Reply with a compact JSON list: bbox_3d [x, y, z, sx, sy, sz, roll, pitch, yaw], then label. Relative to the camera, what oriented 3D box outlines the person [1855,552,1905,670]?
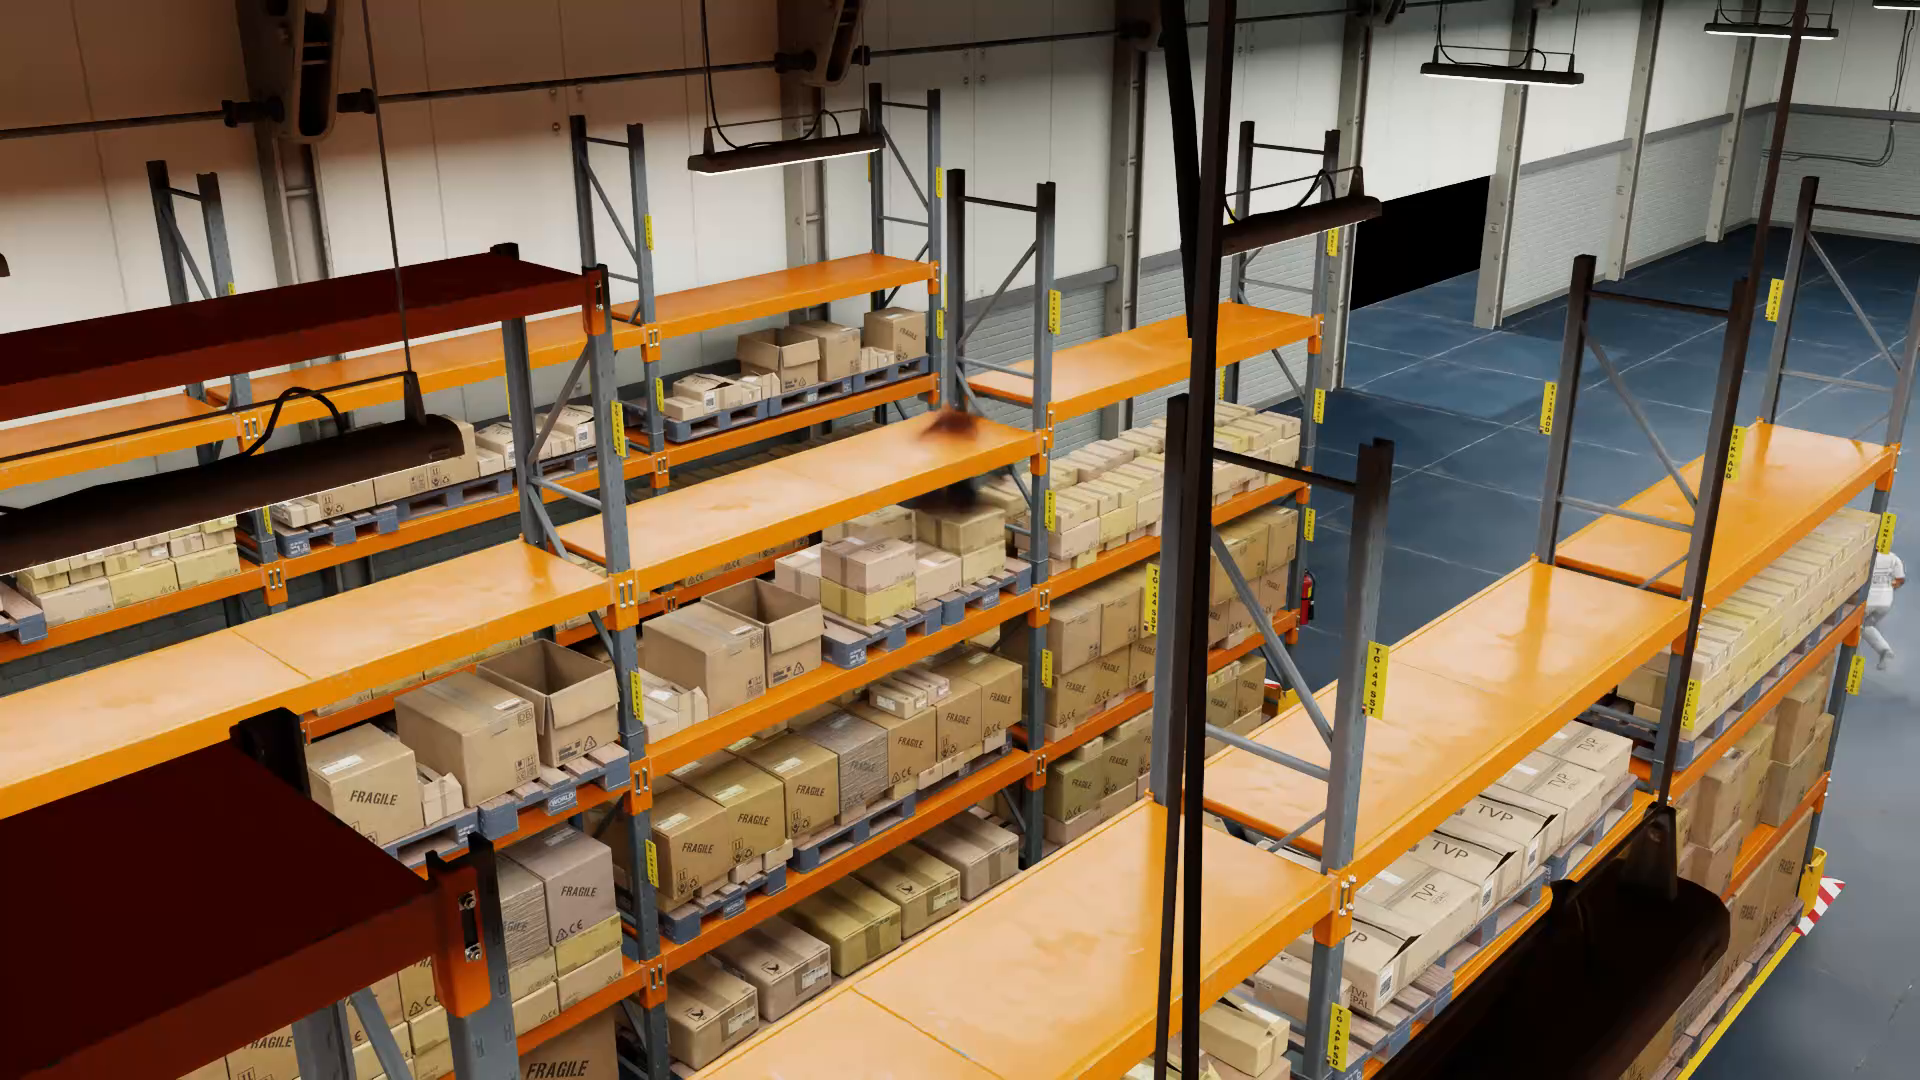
[{"bbox_3d":[9.857,0.683,18.042,0.600,1.641,0.596,-2,21,-6],"label":"person"}]
